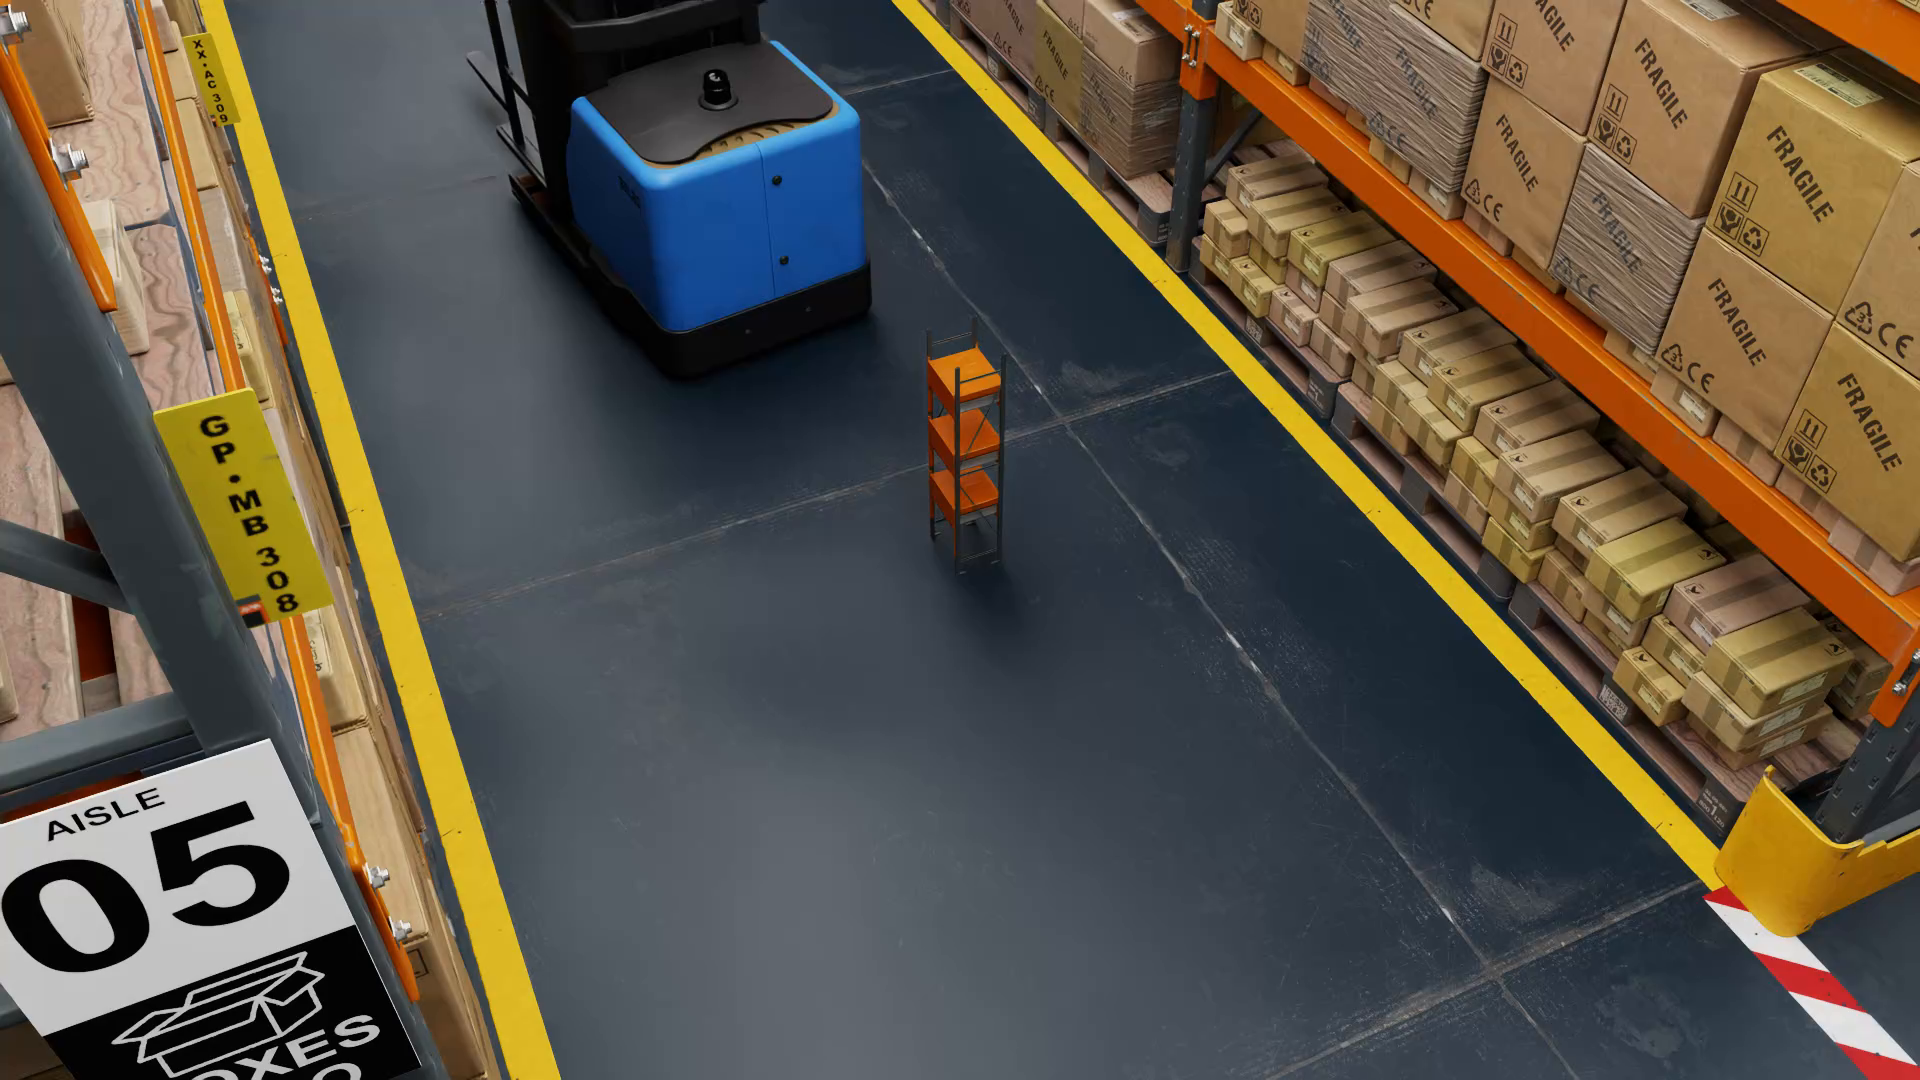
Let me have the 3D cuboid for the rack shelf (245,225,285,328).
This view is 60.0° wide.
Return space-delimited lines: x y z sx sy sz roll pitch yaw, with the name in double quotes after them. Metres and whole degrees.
-3.810 -2.028 7.182 1.077 0.370 4.000 -18 47 -17 "rack shelf"

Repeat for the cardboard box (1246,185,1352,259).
1.499 -1.409 7.349 0.380 0.149 0.250 -16 47 -15 "cardboard box"

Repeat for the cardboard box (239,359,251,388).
-1.717 -0.222 3.595 0.380 0.149 0.250 -18 47 -17 "cardboard box"

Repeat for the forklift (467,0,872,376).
-1.623 -2.786 7.487 1.130 2.935 3.031 -24 49 -22 "forklift"

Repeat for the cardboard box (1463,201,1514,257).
2.055 -1.187 5.997 0.380 0.149 0.250 -16 47 -16 "cardboard box"

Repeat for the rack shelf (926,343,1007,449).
0.022 -0.534 6.155 0.215 0.259 0.240 -18 47 -17 "rack shelf"

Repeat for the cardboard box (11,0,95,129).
-1.999 -1.078 3.130 0.500 0.500 0.500 -17 47 -17 "cardboard box"

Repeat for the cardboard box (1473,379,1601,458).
2.206 -0.440 6.367 0.380 0.149 0.250 -20 48 -19 "cardboard box"

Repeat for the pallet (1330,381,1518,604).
2.311 -0.347 6.952 1.003 0.211 1.213 -18 47 -17 "pallet"

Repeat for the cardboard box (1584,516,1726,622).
2.431 0.099 5.821 0.380 0.149 0.250 -19 48 -18 "cardboard box"

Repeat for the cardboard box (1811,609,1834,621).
3.110 0.172 5.959 0.380 0.149 0.250 -18 47 -18 "cardboard box"

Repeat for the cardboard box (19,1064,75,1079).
-1.706 0.911 2.908 0.500 0.500 0.500 -17 47 -16 "cardboard box"

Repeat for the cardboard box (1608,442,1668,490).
2.720 -0.295 6.432 0.380 0.149 0.250 -20 48 -19 "cardboard box"

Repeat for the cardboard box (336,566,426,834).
-1.664 0.469 4.067 0.500 0.500 0.500 -18 47 -18 "cardboard box"

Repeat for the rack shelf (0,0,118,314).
-2.128 -1.472 2.632 1.077 0.370 4.000 -18 47 -17 "rack shelf"

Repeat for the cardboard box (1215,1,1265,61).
1.302 -2.169 6.992 0.380 0.149 0.250 -16 47 -16 "cardboard box"

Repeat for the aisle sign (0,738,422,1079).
-0.994 0.574 2.182 0.394 0.787 0.004 -18 47 -17 "aisle sign"

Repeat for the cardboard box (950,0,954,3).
0.078 -3.499 9.642 0.500 0.500 0.500 -17 47 -17 "cardboard box"

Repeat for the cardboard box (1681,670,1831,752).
2.681 0.520 5.606 0.380 0.149 0.250 -19 48 -18 "cardboard box"

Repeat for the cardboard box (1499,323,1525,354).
2.390 -0.813 6.958 0.380 0.149 0.250 -20 48 -19 "cardboard box"

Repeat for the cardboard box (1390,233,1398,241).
2.154 -1.335 7.487 0.380 0.149 0.250 -20 48 -19 "cardboard box"

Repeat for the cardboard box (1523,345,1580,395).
2.486 -0.732 6.664 0.380 0.149 0.250 -18 47 -17 "cardboard box"

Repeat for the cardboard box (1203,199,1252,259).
1.342 -1.451 7.604 0.380 0.149 0.250 -16 47 -16 "cardboard box"

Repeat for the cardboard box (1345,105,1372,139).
1.747 -1.698 6.514 0.380 0.149 0.250 -20 48 -19 "cardboard box"

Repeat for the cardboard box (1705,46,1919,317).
2.531 -1.025 4.659 0.500 0.500 0.500 -20 48 -19 "cardboard box"

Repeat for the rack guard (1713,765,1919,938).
3.130 0.854 5.528 1.175 0.500 0.348 -18 47 -17 "rack guard"

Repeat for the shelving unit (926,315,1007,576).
0.022 -0.340 6.347 0.215 1.050 0.252 -18 47 -17 "shelving unit"

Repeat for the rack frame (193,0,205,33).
-4.651 -3.559 8.221 1.000 3.000 0.127 -18 47 -17 "rack frame"

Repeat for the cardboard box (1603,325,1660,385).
2.366 -0.679 5.482 0.380 0.149 0.250 -20 48 -19 "cardboard box"

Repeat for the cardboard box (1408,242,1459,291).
2.159 -1.237 7.175 0.380 0.149 0.250 -17 47 -16 "cardboard box"

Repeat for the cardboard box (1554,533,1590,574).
2.441 -0.012 6.145 0.380 0.149 0.250 -19 48 -18 "cardboard box"

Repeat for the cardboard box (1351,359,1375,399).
1.902 -0.723 7.078 0.380 0.149 0.250 -20 48 -19 "cardboard box"

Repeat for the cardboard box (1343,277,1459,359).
1.813 -0.916 6.850 0.380 0.149 0.250 -17 47 -17 "cardboard box"

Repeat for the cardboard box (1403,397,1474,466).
1.999 -0.473 6.612 0.380 0.149 0.250 -18 47 -17 "cardboard box"

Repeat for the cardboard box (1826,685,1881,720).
3.232 0.450 5.889 0.380 0.149 0.250 -17 47 -17 "cardboard box"

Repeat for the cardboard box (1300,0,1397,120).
1.674 -1.974 6.332 0.500 0.500 0.500 -18 47 -17 "cardboard box"

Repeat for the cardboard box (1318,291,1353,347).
1.776 -0.999 7.146 0.380 0.149 0.250 -20 48 -19 "cardboard box"

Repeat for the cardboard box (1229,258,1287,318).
1.453 -1.174 7.535 0.380 0.149 0.250 -17 47 -16 "cardboard box"

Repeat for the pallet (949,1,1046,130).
0.634 -2.818 9.455 1.003 0.211 1.213 -18 47 -17 "pallet"

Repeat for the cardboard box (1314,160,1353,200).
1.866 -1.733 7.678 0.380 0.149 0.250 -17 47 -16 "cardboard box"

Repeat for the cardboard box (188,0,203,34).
-3.536 -2.297 7.049 0.500 0.250 0.500 -19 48 -18 "cardboard box"

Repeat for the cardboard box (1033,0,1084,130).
0.725 -2.520 8.649 0.500 0.500 0.500 -19 48 -18 "cardboard box"

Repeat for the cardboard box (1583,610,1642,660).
2.518 0.277 6.065 0.380 0.149 0.250 -18 47 -18 "cardboard box"

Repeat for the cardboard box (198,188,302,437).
-2.091 -0.535 4.373 0.500 0.500 0.500 -17 47 -17 "cardboard box"

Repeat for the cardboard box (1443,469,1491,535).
2.142 -0.201 6.549 0.380 0.149 0.250 -17 47 -17 "cardboard box"

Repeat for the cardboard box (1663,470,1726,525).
2.855 -0.240 6.165 0.380 0.149 0.250 -20 48 -19 "cardboard box"

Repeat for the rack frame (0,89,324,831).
-1.287 -0.596 0.947 1.000 3.000 0.127 -18 47 -17 "rack frame"

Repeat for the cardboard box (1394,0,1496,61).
1.864 -2.018 5.665 0.500 0.500 0.500 -17 47 -17 "cardboard box"

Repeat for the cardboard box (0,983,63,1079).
-1.620 0.747 2.612 0.380 0.149 0.250 -17 47 -17 "cardboard box"

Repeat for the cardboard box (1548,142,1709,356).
2.305 -0.989 5.334 0.500 0.500 0.500 -18 47 -17 "cardboard box"

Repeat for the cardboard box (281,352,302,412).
-2.321 -0.499 5.049 0.500 0.500 0.500 -19 48 -18 "cardboard box"

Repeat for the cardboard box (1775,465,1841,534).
2.698 -0.191 4.987 0.380 0.149 0.250 -18 47 -17 "cardboard box"

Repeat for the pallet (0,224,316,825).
-1.608 0.033 2.508 1.003 0.211 1.213 -18 47 -17 "pallet"

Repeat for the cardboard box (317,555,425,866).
-1.454 0.431 3.395 0.500 0.500 0.500 -19 48 -18 "cardboard box"

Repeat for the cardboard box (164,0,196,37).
-2.893 -1.767 5.622 0.500 0.500 0.500 -18 47 -17 "cardboard box"
